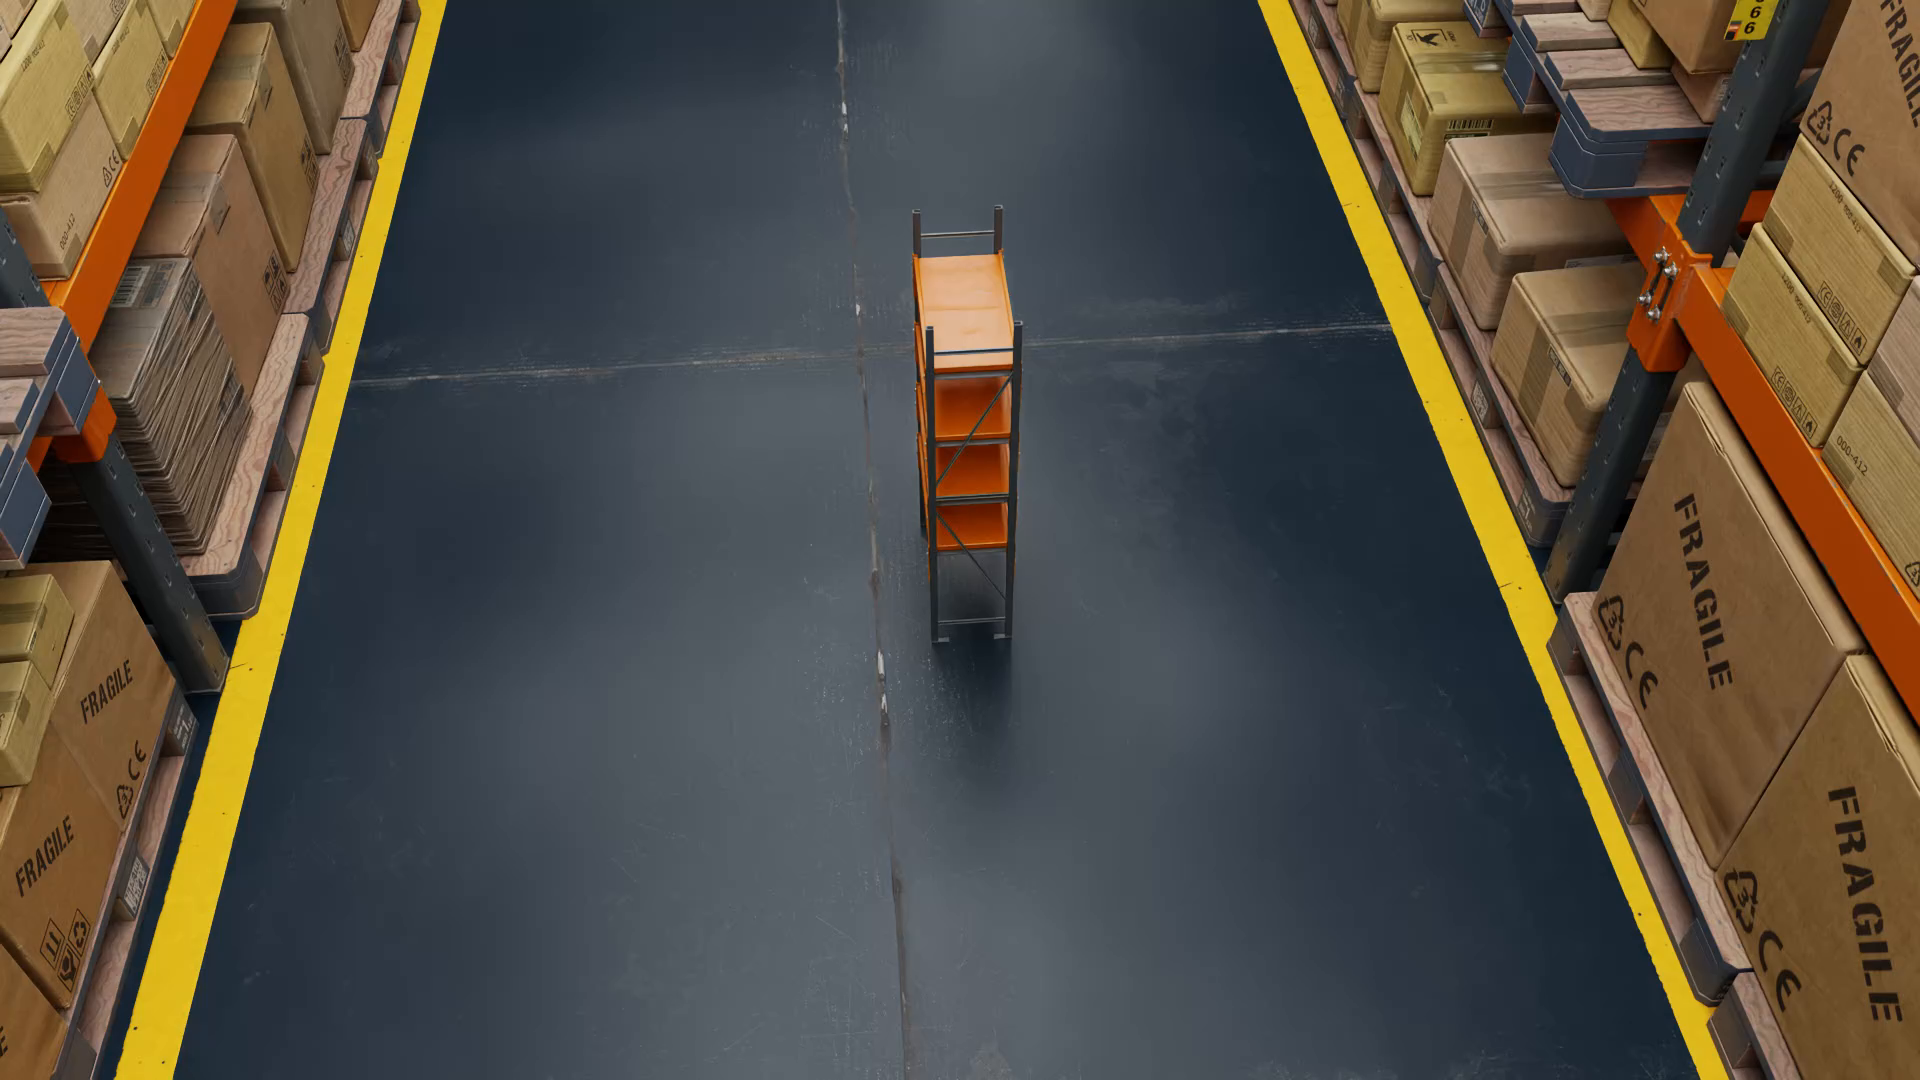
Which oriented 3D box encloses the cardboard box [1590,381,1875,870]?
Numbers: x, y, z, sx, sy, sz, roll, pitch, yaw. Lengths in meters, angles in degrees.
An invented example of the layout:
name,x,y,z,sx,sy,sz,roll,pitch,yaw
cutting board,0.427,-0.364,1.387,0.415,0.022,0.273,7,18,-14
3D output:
name,x,y,z,sx,sy,sz,roll,pitch,yaw
cardboard box,2.275,0.188,4.180,0.875,0.875,0.875,-4,47,-4

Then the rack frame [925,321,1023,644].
name,x,y,z,sx,sy,sz,roll,pitch,yaw
rack frame,0.034,-0.116,4.534,0.240,1.200,0.015,-3,47,-3

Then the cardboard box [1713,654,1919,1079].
name,x,y,z,sx,sy,sz,roll,pitch,yaw
cardboard box,2.346,0.834,3.569,0.875,0.875,0.875,-3,47,-3

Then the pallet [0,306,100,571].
name,x,y,z,sx,sy,sz,roll,pitch,yaw
pallet,-2.519,-0.046,3.360,1.213,0.211,1.003,-3,47,-3

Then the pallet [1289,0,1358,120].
name,x,y,z,sx,sy,sz,roll,pitch,yaw
pallet,2.032,-2.275,7.259,1.003,0.211,1.213,-3,47,-3

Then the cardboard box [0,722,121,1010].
name,x,y,z,sx,sy,sz,roll,pitch,yaw
cardboard box,-2.365,0.772,3.885,0.500,0.500,0.500,-4,47,-4

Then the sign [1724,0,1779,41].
name,x,y,z,sx,sy,sz,roll,pitch,yaw
sign,1.760,-1.234,3.610,0.100,0.325,0.005,-3,47,-3

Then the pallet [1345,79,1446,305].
name,x,y,z,sx,sy,sz,roll,pitch,yaw
pallet,2.137,-1.390,6.421,1.003,0.211,1.213,-3,47,-3

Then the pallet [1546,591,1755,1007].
name,x,y,z,sx,sy,sz,roll,pitch,yaw
pallet,2.291,0.631,4.507,1.003,0.211,1.213,-3,47,-3

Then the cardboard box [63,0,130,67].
name,x,y,z,sx,sy,sz,roll,pitch,yaw
cardboard box,-2.480,-1.417,4.285,0.500,0.250,0.500,-2,47,-2

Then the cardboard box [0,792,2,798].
name,x,y,z,sx,sy,sz,roll,pitch,yaw
cardboard box,-2.320,0.624,3.578,0.380,0.149,0.250,-5,47,-5

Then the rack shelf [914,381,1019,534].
name,x,y,z,sx,sy,sz,roll,pitch,yaw
rack shelf,0.014,-0.247,4.750,0.258,0.148,0.480,-3,47,-3

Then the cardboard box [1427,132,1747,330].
name,x,y,z,sx,sy,sz,roll,pitch,yaw
cardboard box,2.193,-1.086,5.734,0.950,0.372,0.625,-4,47,-4

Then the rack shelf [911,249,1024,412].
name,x,y,z,sx,sy,sz,roll,pitch,yaw
rack shelf,0.014,-0.563,4.416,0.258,0.148,0.480,-3,47,-3

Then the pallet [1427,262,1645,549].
name,x,y,z,sx,sy,sz,roll,pitch,yaw
pallet,2.236,-0.510,5.587,1.003,0.211,1.213,-3,47,-3

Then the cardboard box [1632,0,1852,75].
name,x,y,z,sx,sy,sz,roll,pitch,yaw
cardboard box,1.985,-1.496,4.038,0.500,0.500,0.500,-5,47,-4

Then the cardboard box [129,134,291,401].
name,x,y,z,sx,sy,sz,roll,pitch,yaw
cardboard box,-2.747,-0.851,5.336,0.875,0.625,0.625,-2,47,-2

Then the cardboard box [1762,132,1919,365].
name,x,y,z,sx,sy,sz,roll,pitch,yaw
cardboard box,2.096,-0.642,3.551,0.500,0.250,0.500,-4,47,-4

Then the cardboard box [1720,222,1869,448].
name,x,y,z,sx,sy,sz,roll,pitch,yaw
cardboard box,2.090,-0.482,3.744,0.500,0.250,0.500,-4,47,-4

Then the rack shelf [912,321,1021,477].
name,x,y,z,sx,sy,sz,roll,pitch,yaw
rack shelf,0.014,-0.400,4.587,0.258,0.148,0.480,-3,47,-3

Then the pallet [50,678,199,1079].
name,x,y,z,sx,sy,sz,roll,pitch,yaw
pallet,-2.621,0.903,4.250,1.003,0.211,1.213,-3,47,-3

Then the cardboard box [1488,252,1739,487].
name,x,y,z,sx,sy,sz,roll,pitch,yaw
cardboard box,2.263,-0.553,5.228,0.950,0.372,0.625,-6,47,-6

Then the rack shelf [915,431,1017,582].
name,x,y,z,sx,sy,sz,roll,pitch,yaw
rack shelf,0.014,-0.110,4.894,0.258,0.148,0.480,-3,47,-3

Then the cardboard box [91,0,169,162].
name,x,y,z,sx,sy,sz,roll,pitch,yaw
cardboard box,-2.477,-1.247,4.468,0.500,0.250,0.500,-4,47,-4

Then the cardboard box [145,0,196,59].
name,x,y,z,sx,sy,sz,roll,pitch,yaw
cardboard box,-2.527,-1.619,4.821,0.500,0.250,0.500,-5,47,-5

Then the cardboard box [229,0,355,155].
name,x,y,z,sx,sy,sz,roll,pitch,yaw
cardboard box,-2.869,-1.882,6.312,0.875,0.625,0.625,-4,47,-4

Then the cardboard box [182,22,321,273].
name,x,y,z,sx,sy,sz,roll,pitch,yaw
cardboard box,-2.804,-1.338,5.797,0.875,0.625,0.625,-5,47,-5

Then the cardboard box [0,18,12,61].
name,x,y,z,sx,sy,sz,roll,pitch,yaw
cardboard box,-2.379,-1.104,3.714,0.380,0.149,0.250,-2,47,-2

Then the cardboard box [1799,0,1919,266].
name,x,y,z,sx,sy,sz,roll,pitch,yaw
cardboard box,2.098,-0.909,3.288,0.500,0.500,0.500,-5,47,-5

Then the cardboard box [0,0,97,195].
name,x,y,z,sx,sy,sz,roll,pitch,yaw
cardboard box,-2.415,-1.056,3.943,0.500,0.250,0.500,-4,47,-3

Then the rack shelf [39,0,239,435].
name,x,y,z,sx,sy,sz,roll,pitch,yaw
rack shelf,-2.813,-1.798,5.383,1.077,0.370,4.000,-3,47,-3

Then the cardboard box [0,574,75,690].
name,x,y,z,sx,sy,sz,roll,pitch,yaw
cardboard box,-2.352,0.236,3.947,0.380,0.149,0.250,-6,47,-5

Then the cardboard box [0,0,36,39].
name,x,y,z,sx,sy,sz,roll,pitch,yaw
cardboard box,-2.403,-1.297,3.897,0.380,0.149,0.250,-3,47,-2

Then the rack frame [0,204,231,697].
name,x,y,z,sx,sy,sz,roll,pitch,yaw
rack frame,-2.646,-0.598,3.751,1.000,3.000,0.127,-3,47,-3

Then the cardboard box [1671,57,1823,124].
name,x,y,z,sx,sy,sz,roll,pitch,yaw
cardboard box,2.038,-1.184,4.189,0.380,0.149,0.250,-2,47,-2

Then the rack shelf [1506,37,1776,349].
name,x,y,z,sx,sy,sz,roll,pitch,yaw
rack shelf,2.133,-2.103,5.671,1.077,0.370,4.000,-3,47,-3

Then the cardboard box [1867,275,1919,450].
name,x,y,z,sx,sy,sz,roll,pitch,yaw
cardboard box,2.139,-0.268,3.196,0.500,0.250,0.500,-2,47,-2

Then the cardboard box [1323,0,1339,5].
name,x,y,z,sx,sy,sz,roll,pitch,yaw
cardboard box,2.012,-2.658,7.222,0.950,0.372,0.625,-3,47,-3

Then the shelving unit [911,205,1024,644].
name,x,y,z,sx,sy,sz,roll,pitch,yaw
shelving unit,0.014,-0.293,4.701,0.258,1.200,0.503,-3,47,-3

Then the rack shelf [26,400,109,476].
name,x,y,z,sx,sy,sz,roll,pitch,yaw
rack shelf,-2.478,1.096,2.642,1.077,0.370,4.000,-3,47,-3

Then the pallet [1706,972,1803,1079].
name,x,y,z,sx,sy,sz,roll,pitch,yaw
pallet,2.390,1.512,3.673,1.003,0.211,1.213,-3,47,-3

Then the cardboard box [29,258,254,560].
name,x,y,z,sx,sy,sz,roll,pitch,yaw
cardboard box,-2.684,-0.378,4.889,0.875,0.625,0.625,-2,47,-2

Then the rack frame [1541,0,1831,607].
name,x,y,z,sx,sy,sz,roll,pitch,yaw
rack frame,2.300,-0.903,4.039,1.000,3.000,0.127,-3,47,-3

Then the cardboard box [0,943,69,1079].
name,x,y,z,sx,sy,sz,roll,pitch,yaw
cardboard box,-2.318,1.151,3.527,0.500,0.500,0.500,-2,47,-2

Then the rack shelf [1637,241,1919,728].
name,x,y,z,sx,sy,sz,roll,pitch,yaw
rack shelf,2.468,0.791,2.930,1.077,0.370,4.000,-3,47,-3

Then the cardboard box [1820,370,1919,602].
name,x,y,z,sx,sy,sz,roll,pitch,yaw
cardboard box,2.151,-0.112,3.393,0.500,0.250,0.500,-5,47,-4

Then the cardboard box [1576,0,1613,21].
name,x,y,z,sx,sy,sz,roll,pitch,yaw
cardboard box,1.878,-1.553,4.539,0.380,0.149,0.250,-4,47,-4

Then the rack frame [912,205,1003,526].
name,x,y,z,sx,sy,sz,roll,pitch,yaw
rack frame,-0.007,-0.469,4.868,0.240,1.200,0.015,-3,47,-3

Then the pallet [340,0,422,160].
name,x,y,z,sx,sy,sz,roll,pitch,yaw
pallet,-2.880,-2.003,7.002,1.003,0.211,1.213,-3,47,-3

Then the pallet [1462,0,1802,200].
name,x,y,z,sx,sy,sz,roll,pitch,yaw
pallet,2.134,-1.346,4.591,1.213,0.211,1.003,-3,47,-3

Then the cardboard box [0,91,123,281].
name,x,y,z,sx,sy,sz,roll,pitch,yaw
cardboard box,-2.439,-0.883,4.123,0.500,0.250,0.500,-3,47,-3

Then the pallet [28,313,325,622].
name,x,y,z,sx,sy,sz,roll,pitch,yaw
pallet,-2.676,-0.238,5.330,1.003,0.211,1.213,-3,47,-3

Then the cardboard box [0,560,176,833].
name,x,y,z,sx,sy,sz,roll,pitch,yaw
cardboard box,-2.396,0.410,4.229,0.500,0.500,0.500,-2,47,-2

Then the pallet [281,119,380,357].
name,x,y,z,sx,sy,sz,roll,pitch,yaw
pallet,-2.775,-1.118,6.164,1.003,0.211,1.213,-3,47,-3

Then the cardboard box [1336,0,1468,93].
name,x,y,z,sx,sy,sz,roll,pitch,yaw
cardboard box,2.075,-2.138,6.730,0.950,0.372,0.625,-1,47,-1

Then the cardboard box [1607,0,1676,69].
name,x,y,z,sx,sy,sz,roll,pitch,yaw
cardboard box,1.944,-1.373,4.369,0.380,0.149,0.250,-3,47,-3

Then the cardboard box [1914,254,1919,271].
name,x,y,z,sx,sy,sz,roll,pitch,yaw
cardboard box,2.149,-0.551,2.948,0.500,0.500,0.500,-3,47,-3

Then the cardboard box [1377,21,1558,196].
name,x,y,z,sx,sy,sz,roll,pitch,yaw
cardboard box,2.135,-1.636,6.254,0.950,0.372,0.625,-2,47,-2

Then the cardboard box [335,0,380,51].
name,x,y,z,sx,sy,sz,roll,pitch,yaw
cardboard box,-2.926,-2.444,6.845,0.875,0.625,0.625,-2,47,-2

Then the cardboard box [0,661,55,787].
name,x,y,z,sx,sy,sz,roll,pitch,yaw
cardboard box,-2.298,0.431,3.761,0.380,0.149,0.250,-6,47,-5
